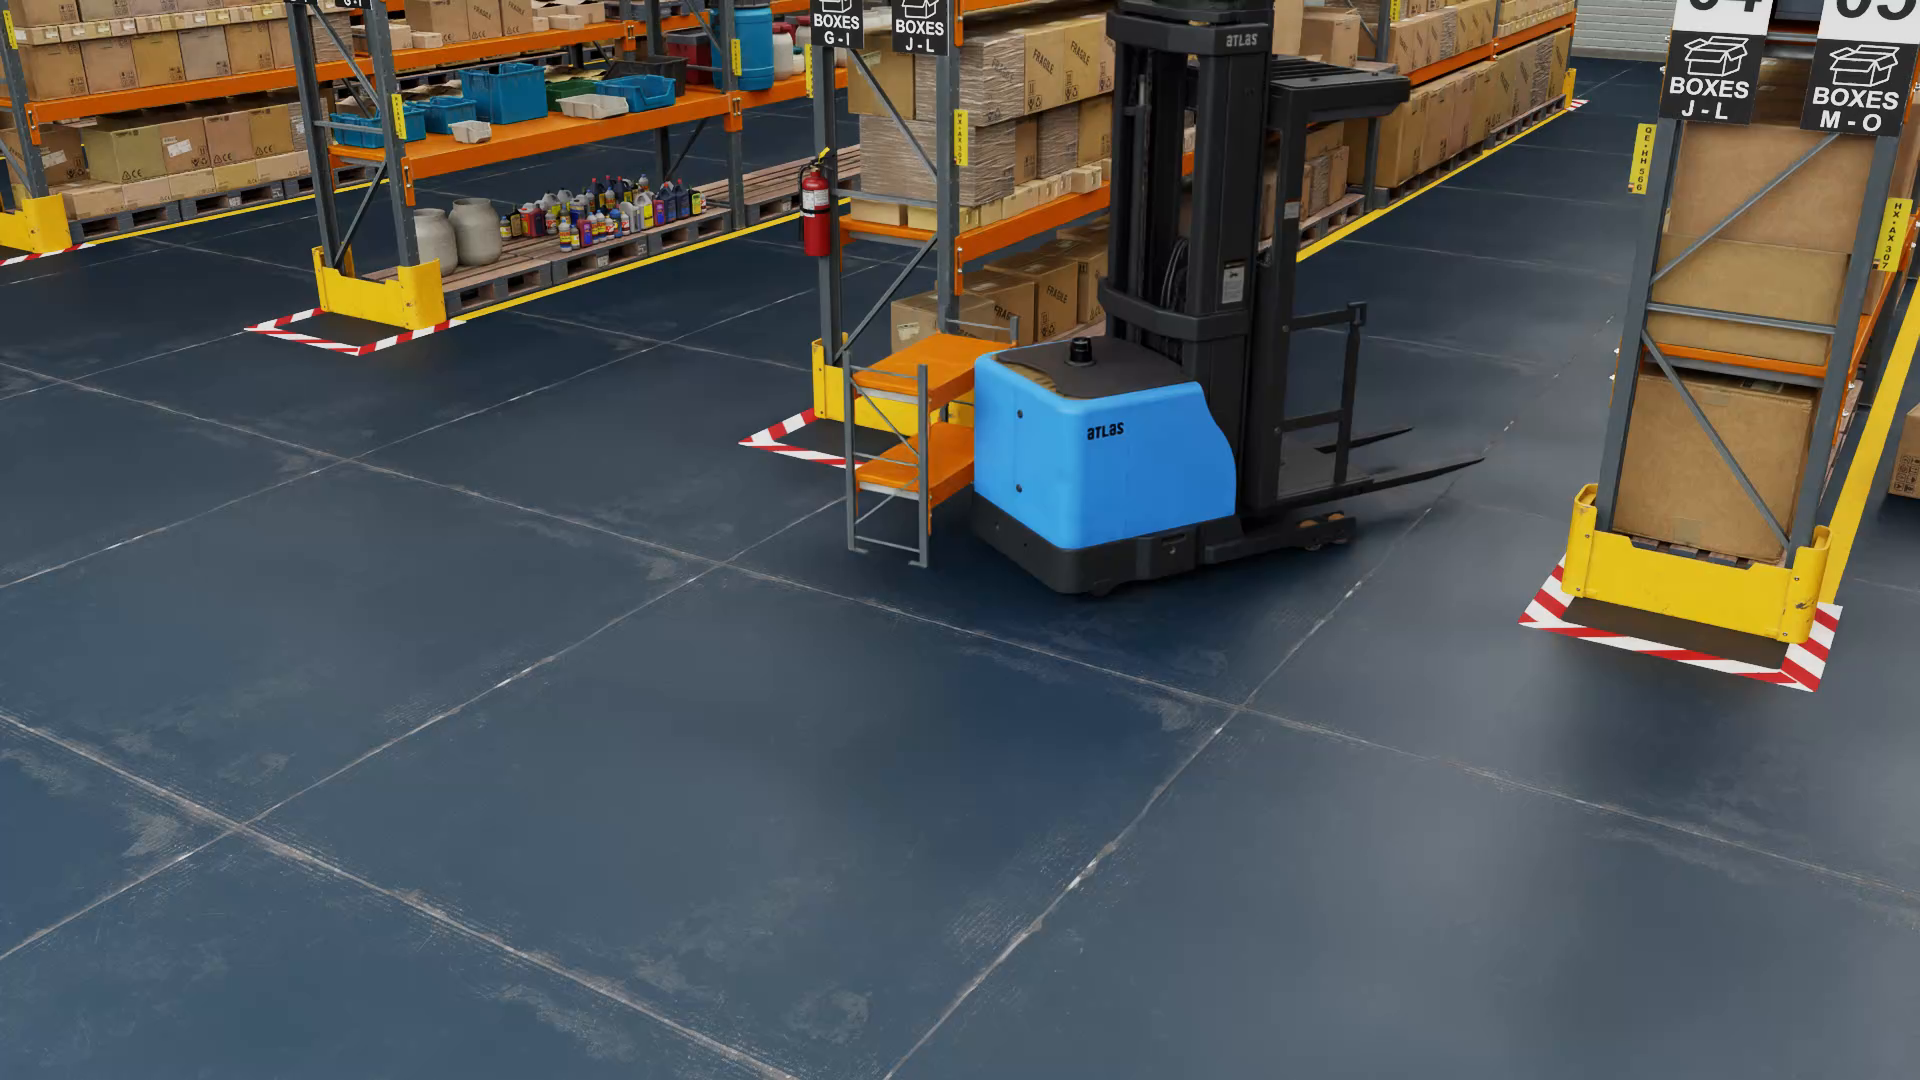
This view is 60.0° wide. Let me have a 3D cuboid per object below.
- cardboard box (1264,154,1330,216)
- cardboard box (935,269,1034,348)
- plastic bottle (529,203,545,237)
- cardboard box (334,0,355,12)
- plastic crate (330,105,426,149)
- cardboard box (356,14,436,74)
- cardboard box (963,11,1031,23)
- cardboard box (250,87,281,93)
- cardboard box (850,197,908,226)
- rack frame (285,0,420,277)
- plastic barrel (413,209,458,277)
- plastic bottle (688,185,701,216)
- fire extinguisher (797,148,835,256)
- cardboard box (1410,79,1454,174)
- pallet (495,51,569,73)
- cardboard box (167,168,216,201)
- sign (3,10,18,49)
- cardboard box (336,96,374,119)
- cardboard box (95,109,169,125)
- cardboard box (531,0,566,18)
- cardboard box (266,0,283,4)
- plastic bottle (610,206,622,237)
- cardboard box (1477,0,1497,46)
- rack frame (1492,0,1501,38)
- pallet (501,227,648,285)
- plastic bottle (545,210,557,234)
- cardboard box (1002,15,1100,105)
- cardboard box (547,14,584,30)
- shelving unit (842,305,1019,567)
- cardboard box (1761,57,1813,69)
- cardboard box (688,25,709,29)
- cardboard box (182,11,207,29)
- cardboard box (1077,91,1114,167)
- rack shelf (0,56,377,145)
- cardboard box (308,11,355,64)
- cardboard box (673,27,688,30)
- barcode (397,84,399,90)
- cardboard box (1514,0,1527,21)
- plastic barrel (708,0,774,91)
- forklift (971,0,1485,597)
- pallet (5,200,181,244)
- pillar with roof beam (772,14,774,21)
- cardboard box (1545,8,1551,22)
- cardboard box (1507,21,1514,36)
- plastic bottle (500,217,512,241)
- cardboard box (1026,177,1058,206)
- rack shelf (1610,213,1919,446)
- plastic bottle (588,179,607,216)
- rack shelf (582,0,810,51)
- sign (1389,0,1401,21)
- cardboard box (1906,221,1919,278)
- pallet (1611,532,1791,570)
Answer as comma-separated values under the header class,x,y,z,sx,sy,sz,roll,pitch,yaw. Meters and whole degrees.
class,x,y,z,sx,sy,sz,roll,pitch,yaw
cardboard box,3.143,-3.458,16.054,0.700,0.500,0.500,11,26,25
cardboard box,0.171,-1.585,11.753,0.500,0.500,0.500,-20,31,-39
plastic bottle,-3.823,-2.885,15.005,0.061,0.283,0.133,14,27,29
cardboard box,-6.724,-5.757,17.831,0.380,0.149,0.250,14,27,29
plastic crate,-4.657,-3.325,13.341,0.499,0.251,0.616,14,27,29
cardboard box,-8.364,-7.364,24.663,0.750,0.750,0.750,13,27,28
cardboard box,0.146,-3.340,11.431,0.500,0.500,0.500,14,27,29
cardboard box,-9.807,-6.415,22.885,0.700,0.500,0.500,14,27,29
cardboard box,-0.484,-2.147,10.751,0.380,0.149,0.250,14,27,29
rack frame,-4.666,-3.161,12.776,1.000,3.000,0.127,14,27,29
plastic barrel,-4.384,-2.450,13.737,0.421,0.512,0.421,0,23,0
plastic bottle,-2.530,-3.235,15.812,0.061,0.283,0.133,15,28,32
fire extinguisher,-0.910,-2.146,10.528,0.296,0.674,0.183,14,27,29
cardboard box,4.620,-4.569,18.174,1.225,0.875,0.875,14,27,29
pallet,-7.096,-7.731,26.844,1.003,0.211,1.213,14,27,29
cardboard box,-7.876,-3.604,16.732,0.500,0.250,0.500,14,27,29
sign,-8.404,-4.516,14.716,0.100,0.325,0.005,14,27,29
cardboard box,-6.793,-4.935,19.102,0.500,0.311,0.500,14,27,29
cardboard box,-8.327,-4.059,16.840,0.500,0.500,0.500,14,27,29
cardboard box,-5.289,-6.598,20.828,0.500,0.311,0.500,14,27,28
cardboard box,-7.257,-5.870,17.274,0.700,0.500,0.500,14,27,29
plastic bottle,-3.105,-2.875,14.997,0.097,0.271,0.097,0,23,0
cardboard box,5.857,-6.004,19.218,0.500,0.500,0.500,14,27,29
rack frame,5.871,-6.173,19.734,1.000,3.000,0.127,14,27,29
pallet,-3.589,-2.600,14.991,1.003,0.211,1.213,14,27,29
plastic bottle,-3.725,-2.897,15.135,0.097,0.201,0.097,0,23,0
cardboard box,0.595,-3.229,11.175,0.500,0.500,0.500,14,27,29
cardboard box,-4.892,-6.424,20.629,0.380,0.149,0.250,14,27,29
shelving unit,-0.143,-0.600,9.220,0.538,1.125,1.048,12,26,27
cardboard box,4.995,-2.483,9.663,0.875,0.550,0.550,14,27,29
cardboard box,-3.532,-7.200,23.754,0.500,0.250,0.500,14,27,29
cardboard box,-7.671,-5.150,16.428,0.380,0.149,0.250,14,27,29
cardboard box,0.591,-3.005,11.916,0.875,0.500,0.500,14,27,29
rack shelf,-7.818,-4.545,16.879,1.077,0.370,4.000,14,27,29
cardboard box,-6.991,-5.445,17.927,0.700,0.500,0.500,13,27,28
cardboard box,-5.191,-9.257,29.475,0.700,0.500,0.500,14,27,29
barcode,-6.274,-5.045,18.512,0.001,0.075,0.075,14,27,29
cardboard box,6.608,-6.511,20.330,0.500,0.250,0.500,14,27,29
plastic barrel,-2.095,-4.808,15.950,0.600,0.901,0.708,14,27,29
forklift,1.607,-1.457,8.927,3.031,2.935,1.130,-12,26,-26
pallet,-8.505,-3.188,16.348,1.003,0.211,1.213,14,27,29
pillar with roof beam,-0.296,-13.581,29.294,9.100,9.000,0.400,14,27,29
cardboard box,7.399,-6.786,21.466,0.380,0.149,0.250,14,27,29
cardboard box,6.448,-6.177,20.059,0.380,0.149,0.250,13,27,27
plastic bottle,-4.070,-2.791,14.889,0.097,0.201,0.097,0,23,0
cardboard box,0.439,-2.387,11.305,0.380,0.149,0.250,14,27,29
rack shelf,4.757,-1.395,9.601,1.077,0.370,4.000,14,27,29
plastic bottle,-3.434,-3.248,15.758,0.144,0.351,0.185,13,26,27
rack shelf,-3.598,-7.245,23.116,1.077,0.370,4.000,14,27,29
sign,4.227,-5.208,16.146,0.100,0.325,0.005,14,27,29
cardboard box,7.524,-2.723,14.068,1.050,0.750,0.750,13,27,28
pallet,4.057,-0.056,9.114,1.003,0.211,1.213,14,27,29
